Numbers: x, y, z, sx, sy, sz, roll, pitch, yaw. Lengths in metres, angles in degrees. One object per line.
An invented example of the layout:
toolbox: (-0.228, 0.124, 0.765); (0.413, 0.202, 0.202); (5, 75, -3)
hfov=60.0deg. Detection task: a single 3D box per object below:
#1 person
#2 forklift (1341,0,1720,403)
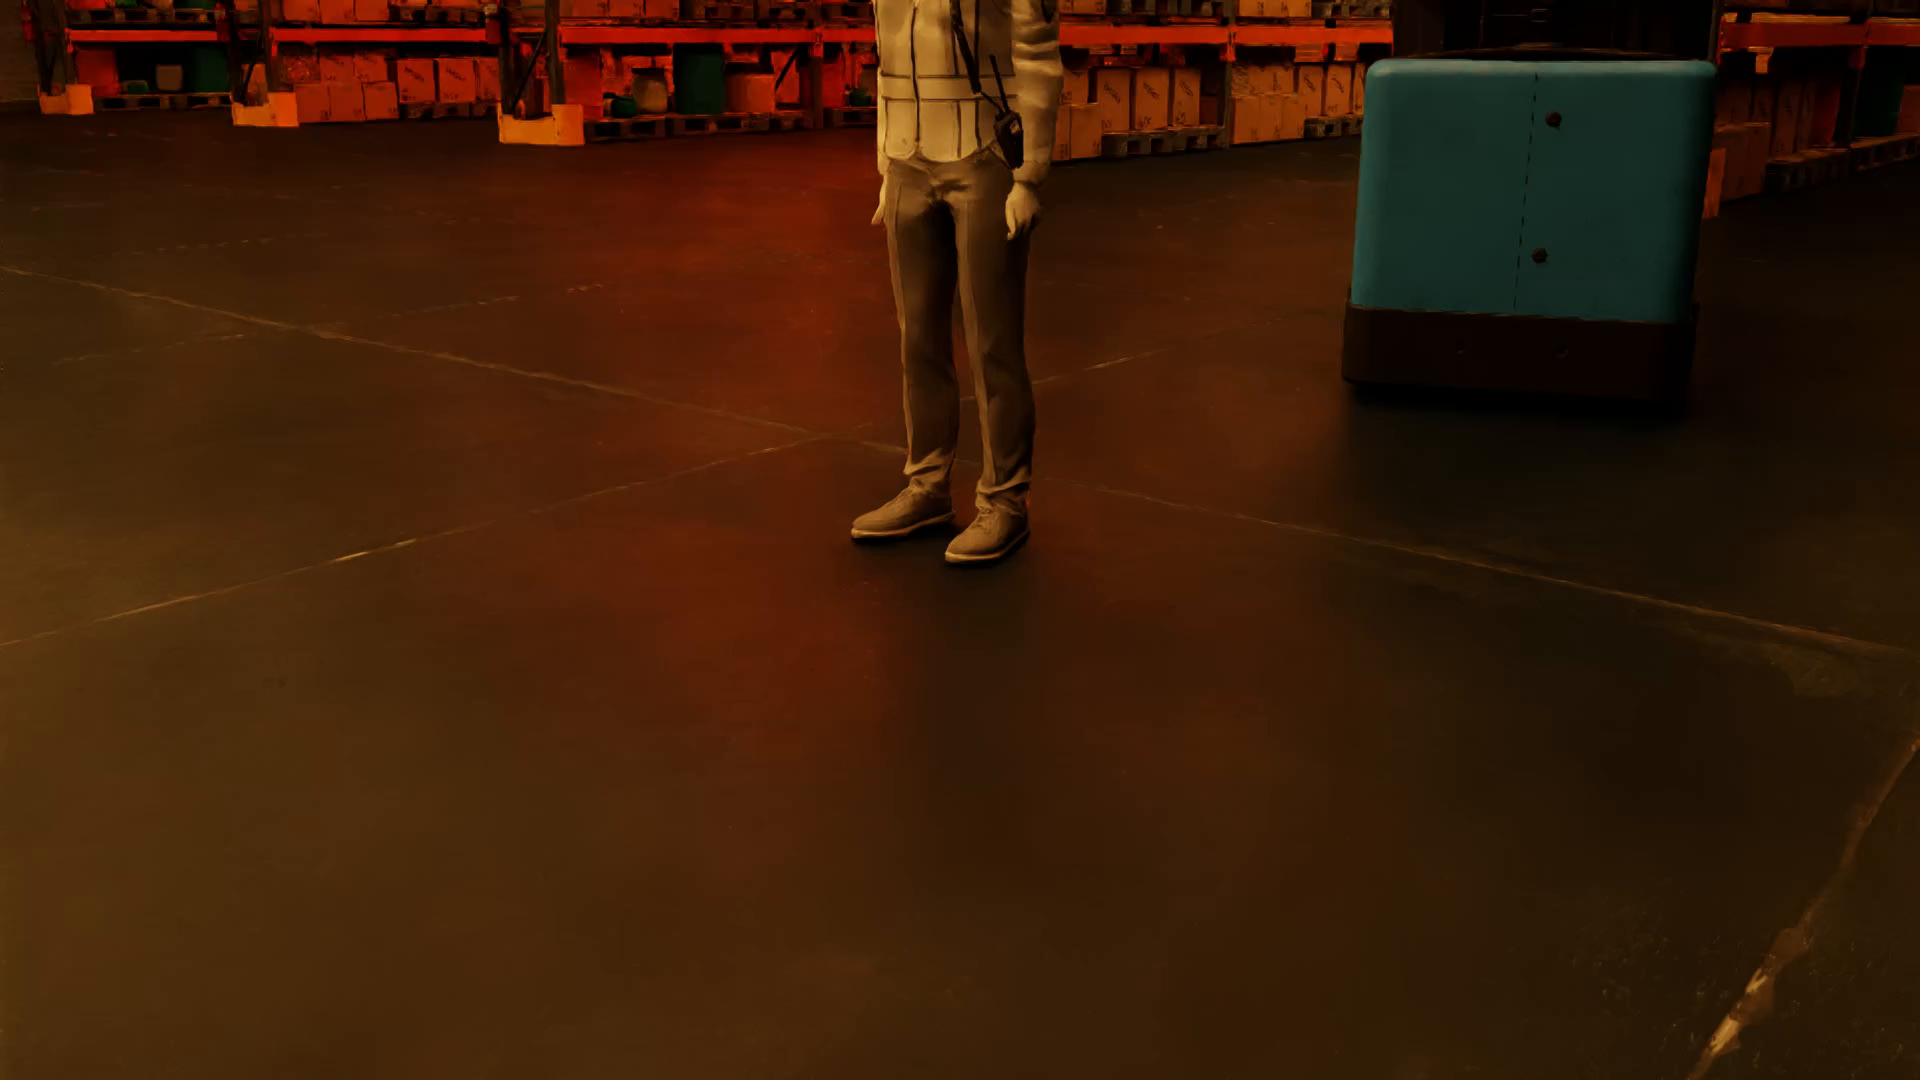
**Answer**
person: (-0.009, -0.803, 3.685); (0.463, 1.692, 0.337); (13, 21, 37)
forklift: (2.227, -2.217, 6.200); (1.130, 2.935, 3.031); (6, 18, 19)
